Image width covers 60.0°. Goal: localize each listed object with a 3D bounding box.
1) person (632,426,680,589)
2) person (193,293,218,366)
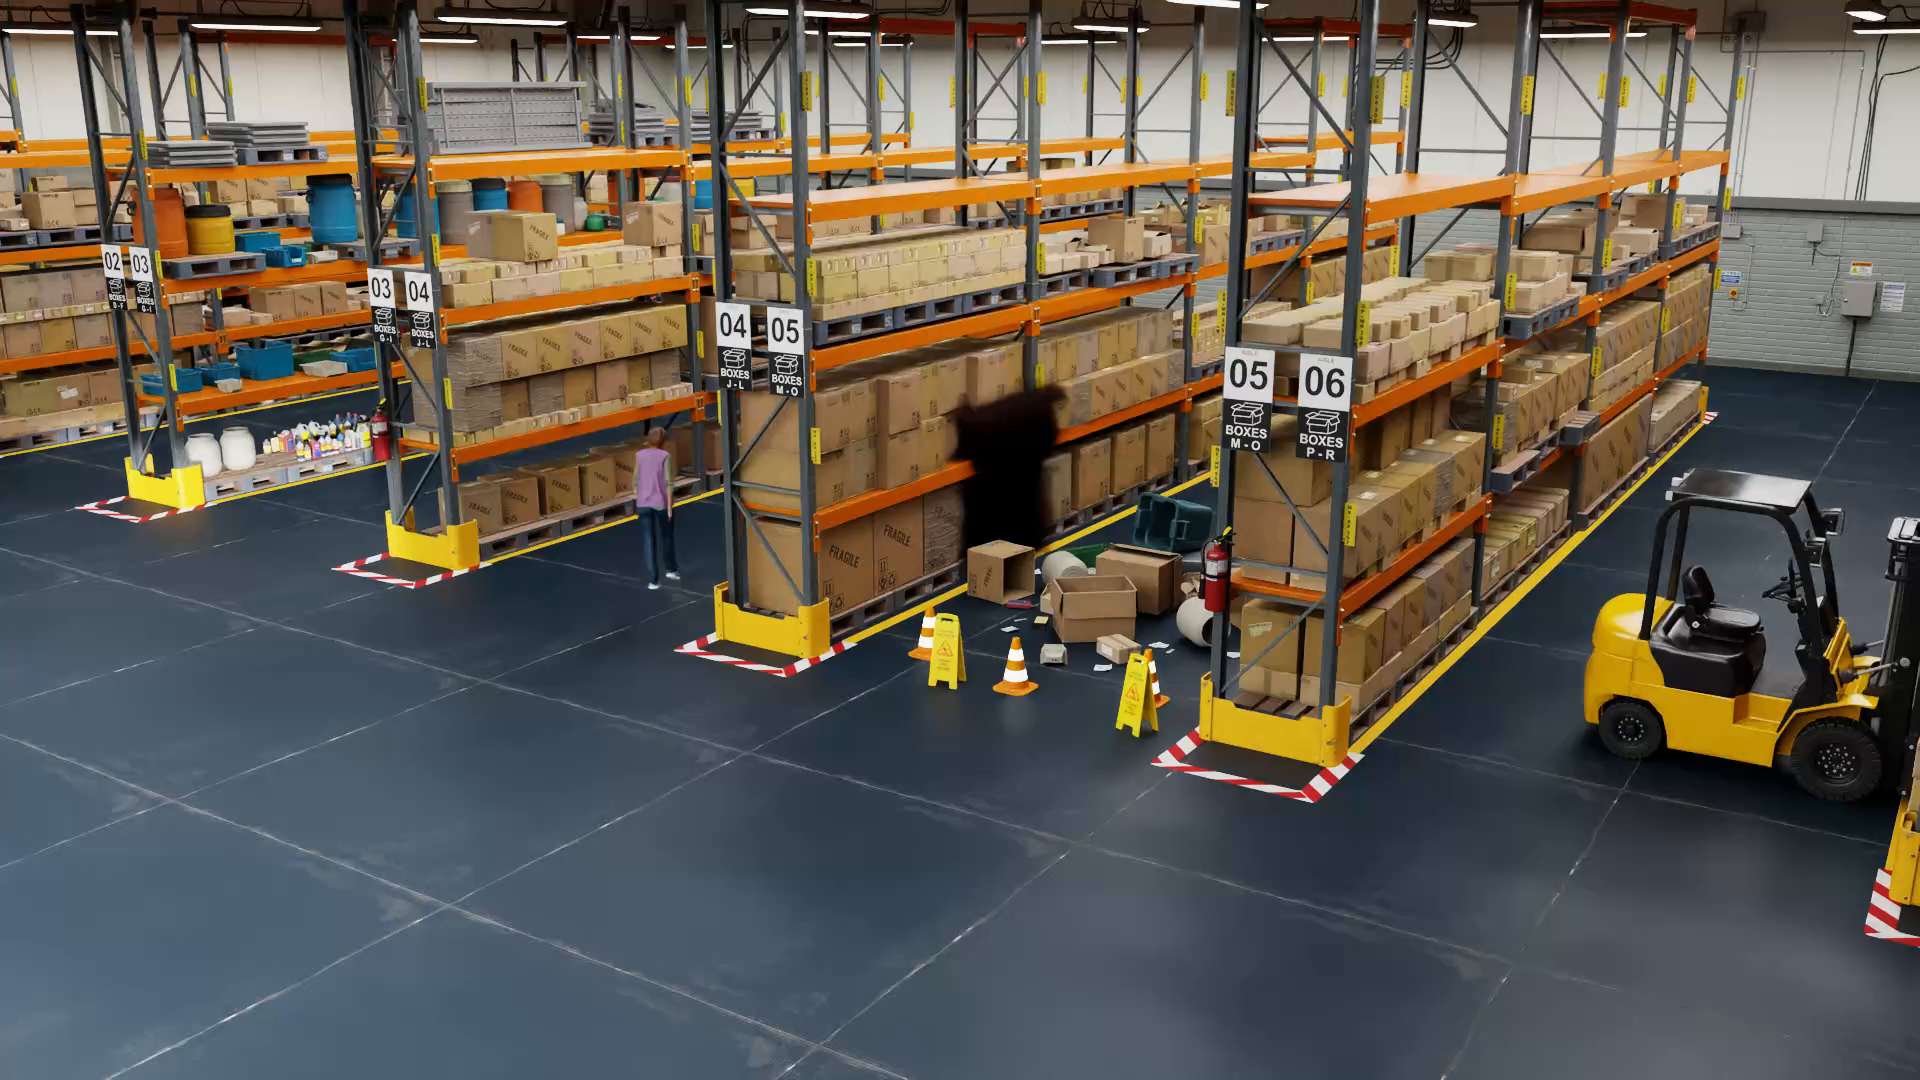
[{"bbox_3d":[-3.005,-0.300,16.371,0.421,1.615,0.671,-3,16,-9],"label":"person"},{"bbox_3d":[-12.806,-3.343,28.174,0.667,1.669,0.427,-5,16,-17],"label":"person"}]
